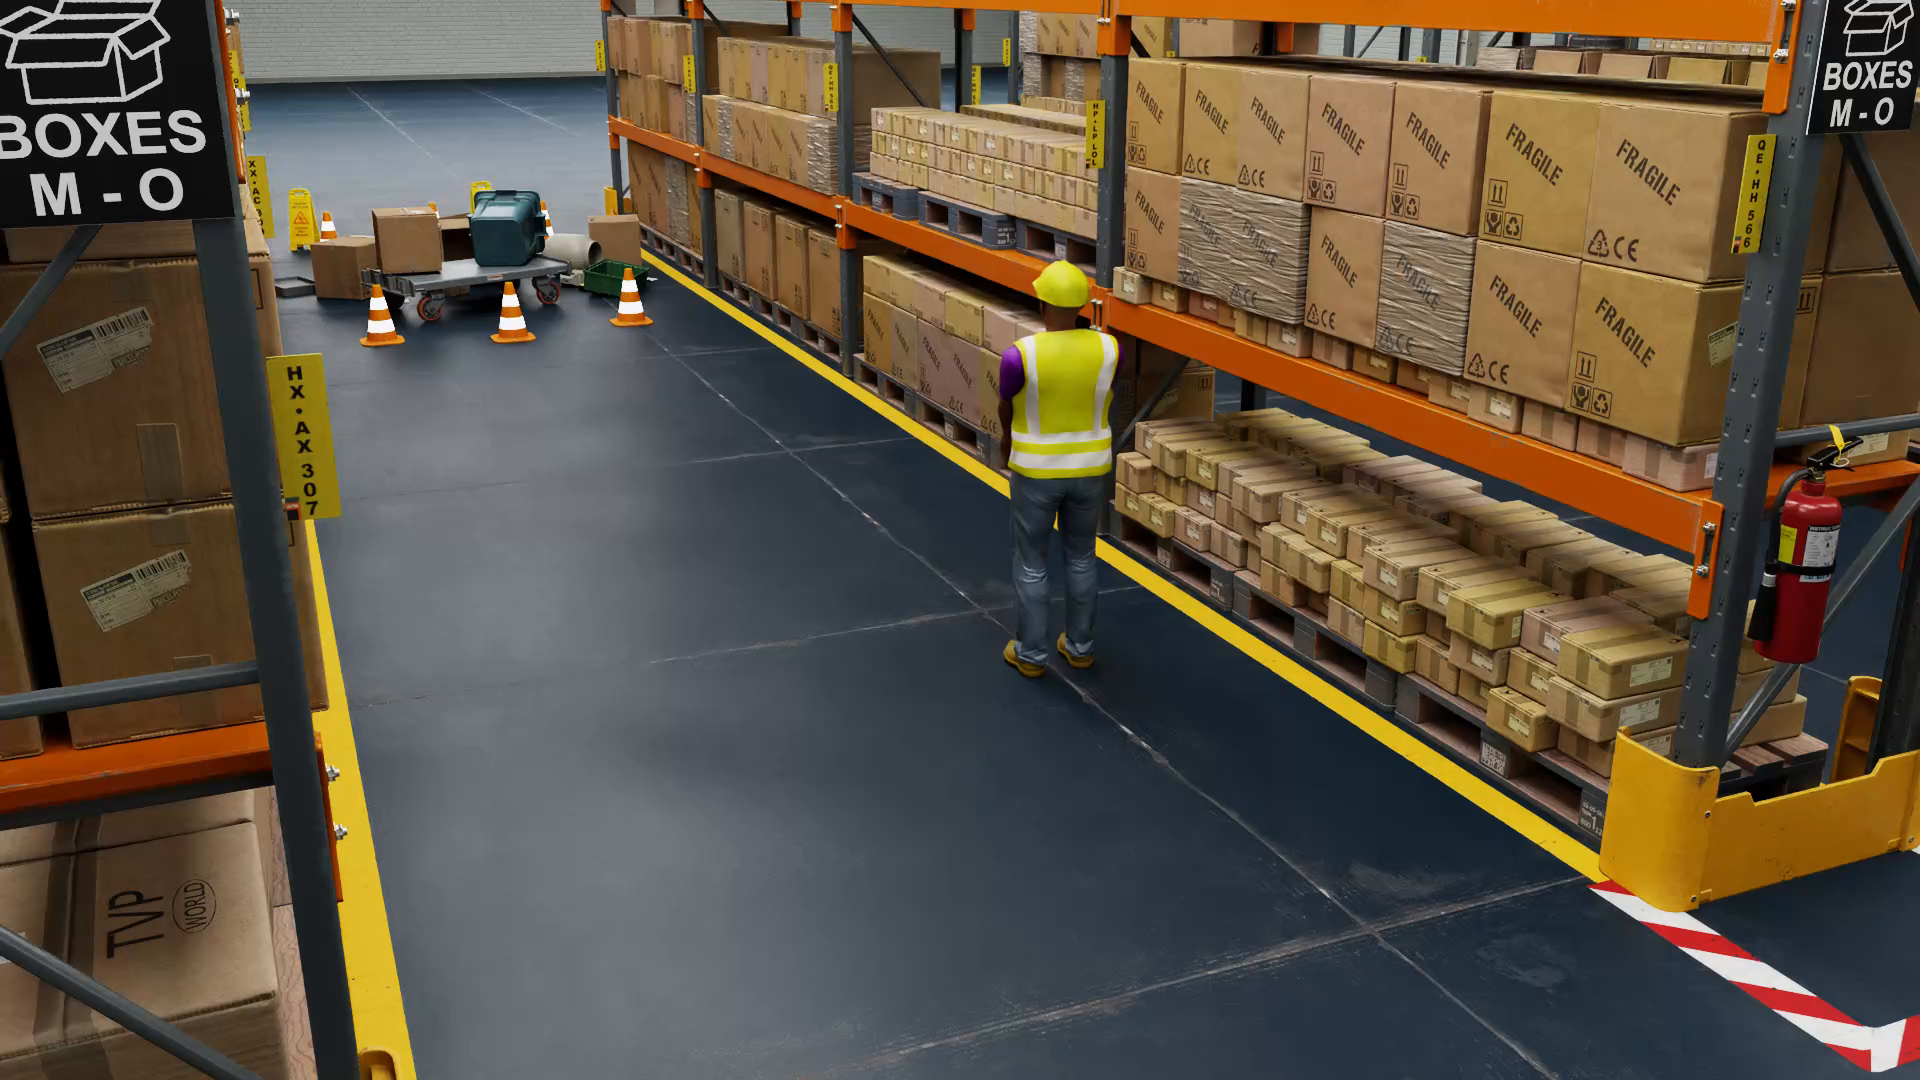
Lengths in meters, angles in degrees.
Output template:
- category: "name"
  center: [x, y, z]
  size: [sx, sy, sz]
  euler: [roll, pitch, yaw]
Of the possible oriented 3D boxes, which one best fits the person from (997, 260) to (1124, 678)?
- category: "person"
  center: [0.377, -0.311, 6.957]
  size: [0.502, 1.758, 0.577]
  euler: [-4, 19, -13]
